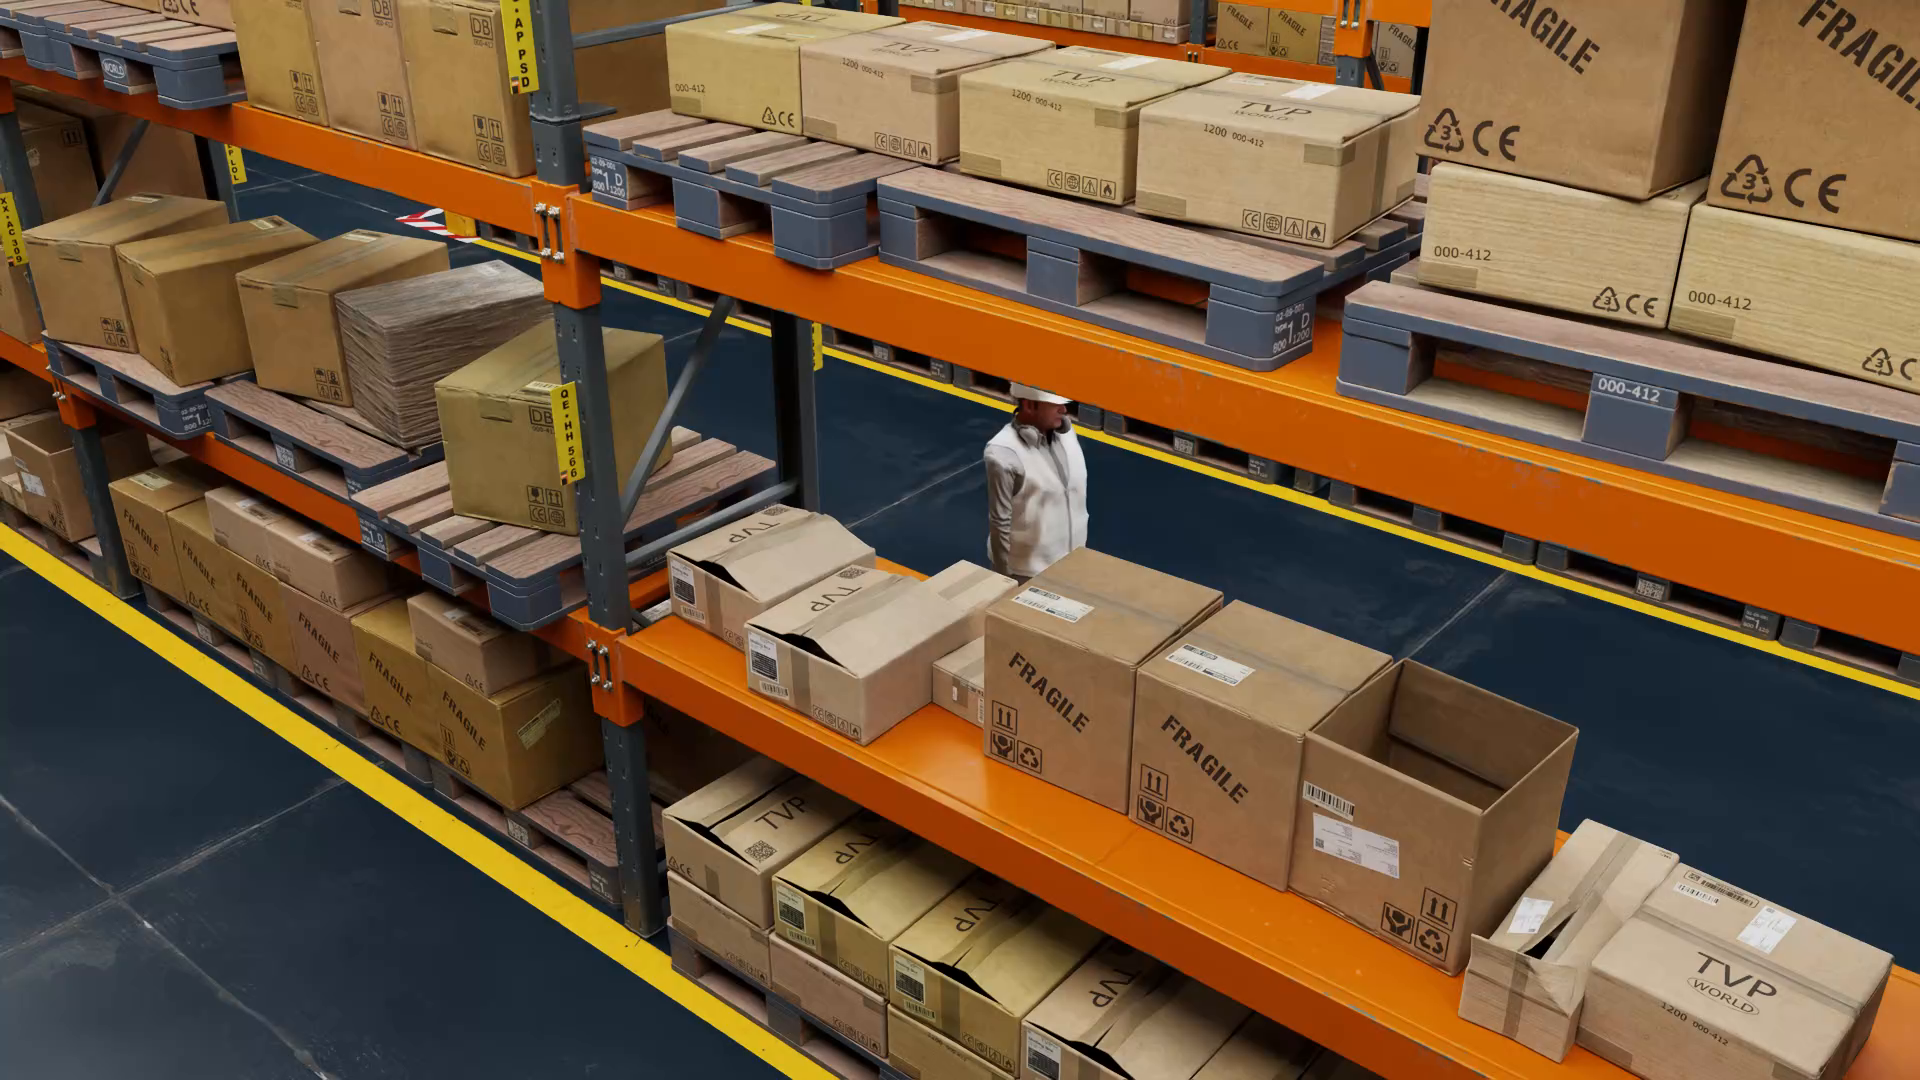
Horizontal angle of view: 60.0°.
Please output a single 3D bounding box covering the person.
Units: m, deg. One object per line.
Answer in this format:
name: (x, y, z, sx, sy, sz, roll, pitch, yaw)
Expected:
person: (0.334, 0.068, 6.965, 0.359, 1.766, 0.532, 22, 34, 36)
